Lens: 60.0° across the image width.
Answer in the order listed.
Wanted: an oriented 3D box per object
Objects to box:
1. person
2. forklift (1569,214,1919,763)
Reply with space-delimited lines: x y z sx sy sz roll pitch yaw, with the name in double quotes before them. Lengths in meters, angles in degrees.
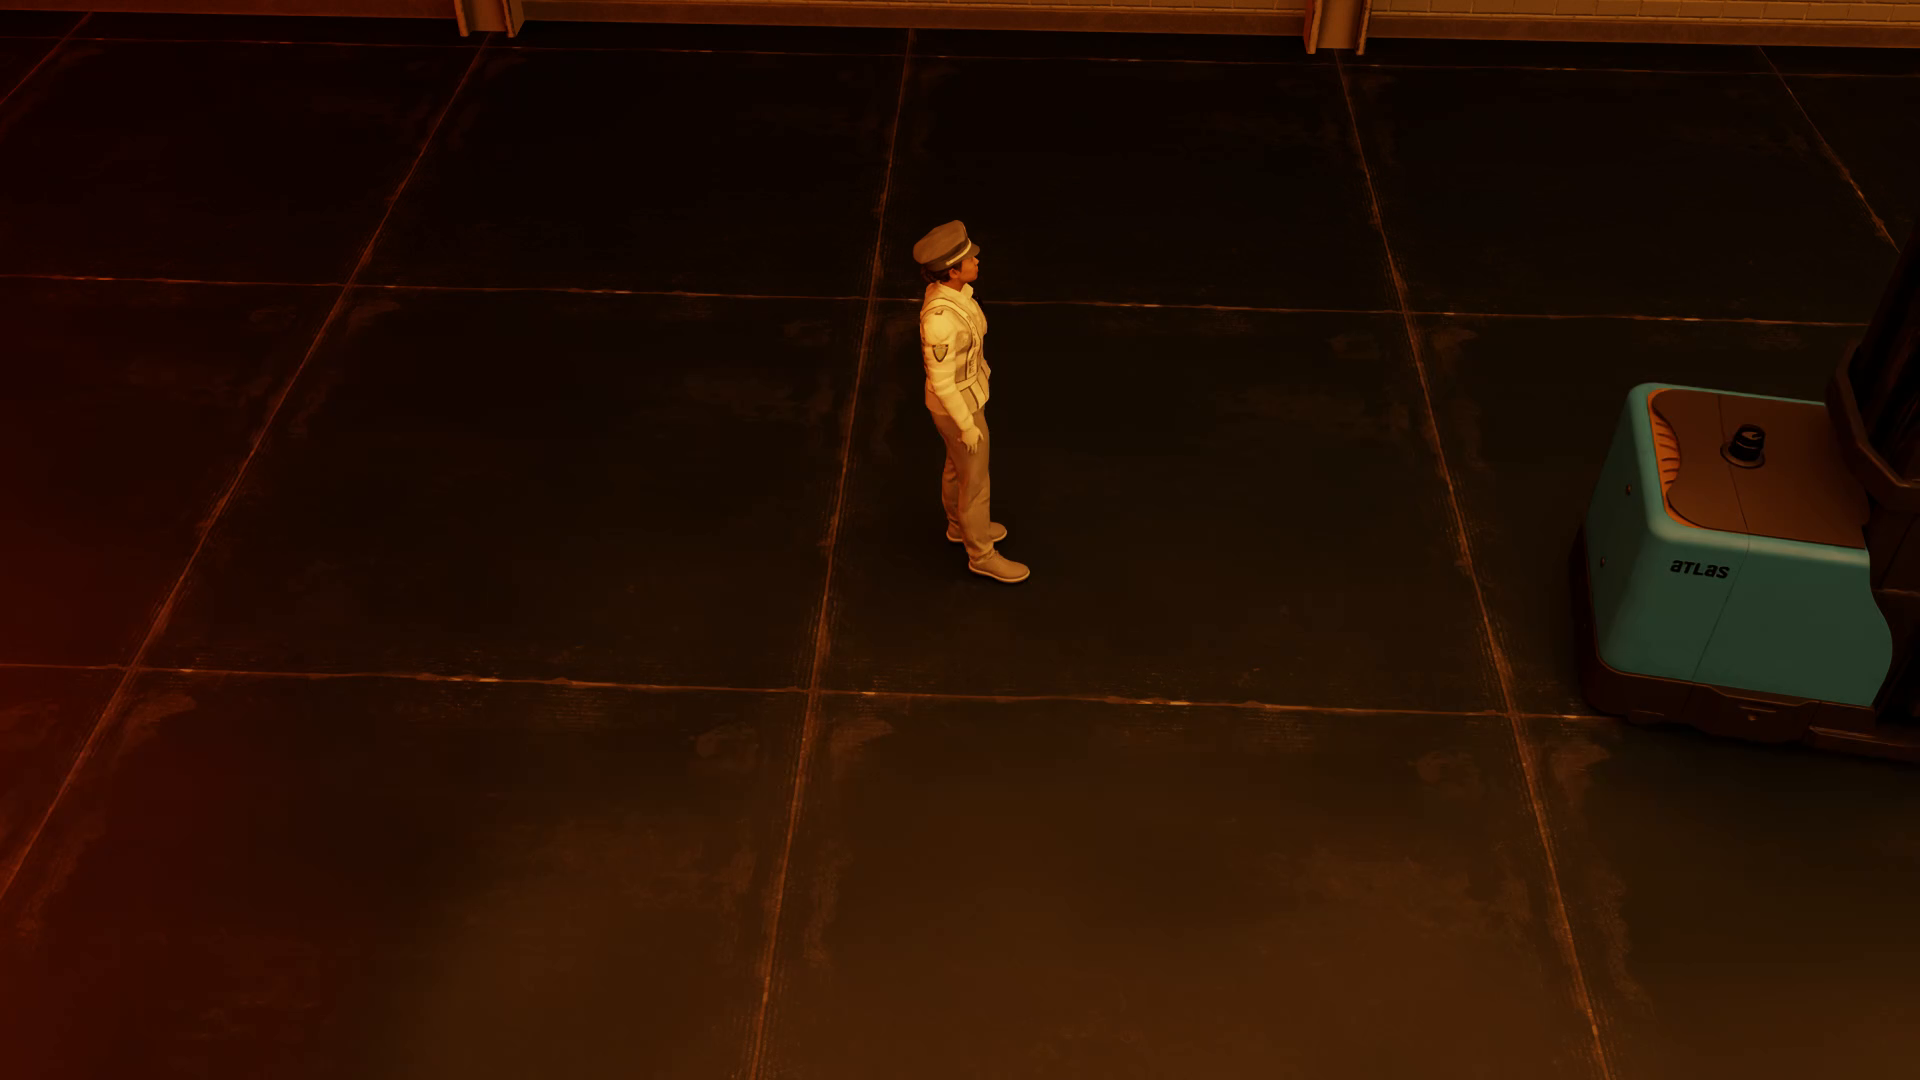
"person" 0.068 -0.624 7.332 0.530 1.694 0.586 2 42 2
"forklift" 4.222 -0.454 6.239 3.031 2.935 1.130 8 43 9
